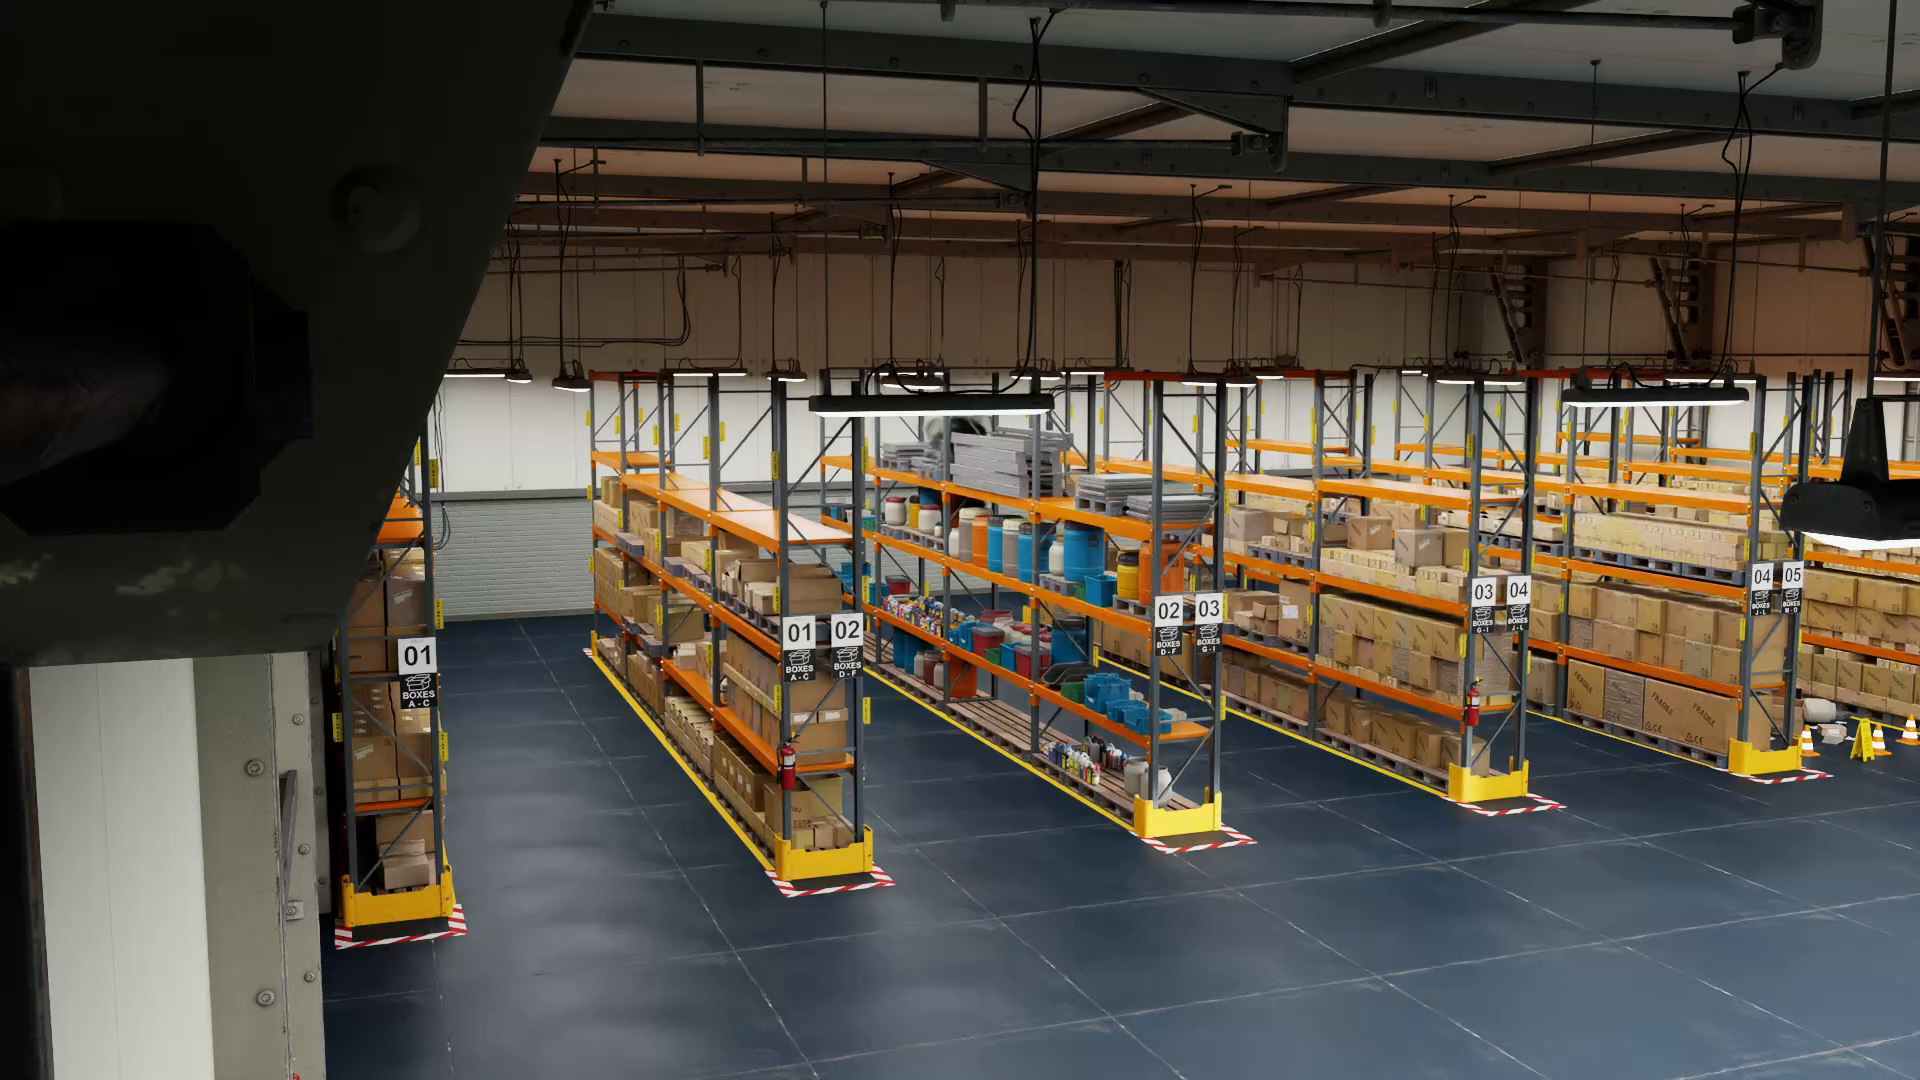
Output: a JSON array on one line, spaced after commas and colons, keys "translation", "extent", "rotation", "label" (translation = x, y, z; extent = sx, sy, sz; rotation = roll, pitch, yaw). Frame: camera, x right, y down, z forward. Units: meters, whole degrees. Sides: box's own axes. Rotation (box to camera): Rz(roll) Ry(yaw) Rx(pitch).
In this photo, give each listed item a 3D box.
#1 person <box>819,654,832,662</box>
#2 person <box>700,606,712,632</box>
[{"translation": [-2.416, 1.866, 29.768], "extent": [0.698, 1.796, 0.633], "rotation": [-4, 7, -30], "label": "person"}, {"translation": [-5.522, 1.567, 35.798], "extent": [0.542, 1.554, 0.633], "rotation": [-5, 8, -38], "label": "person"}]
